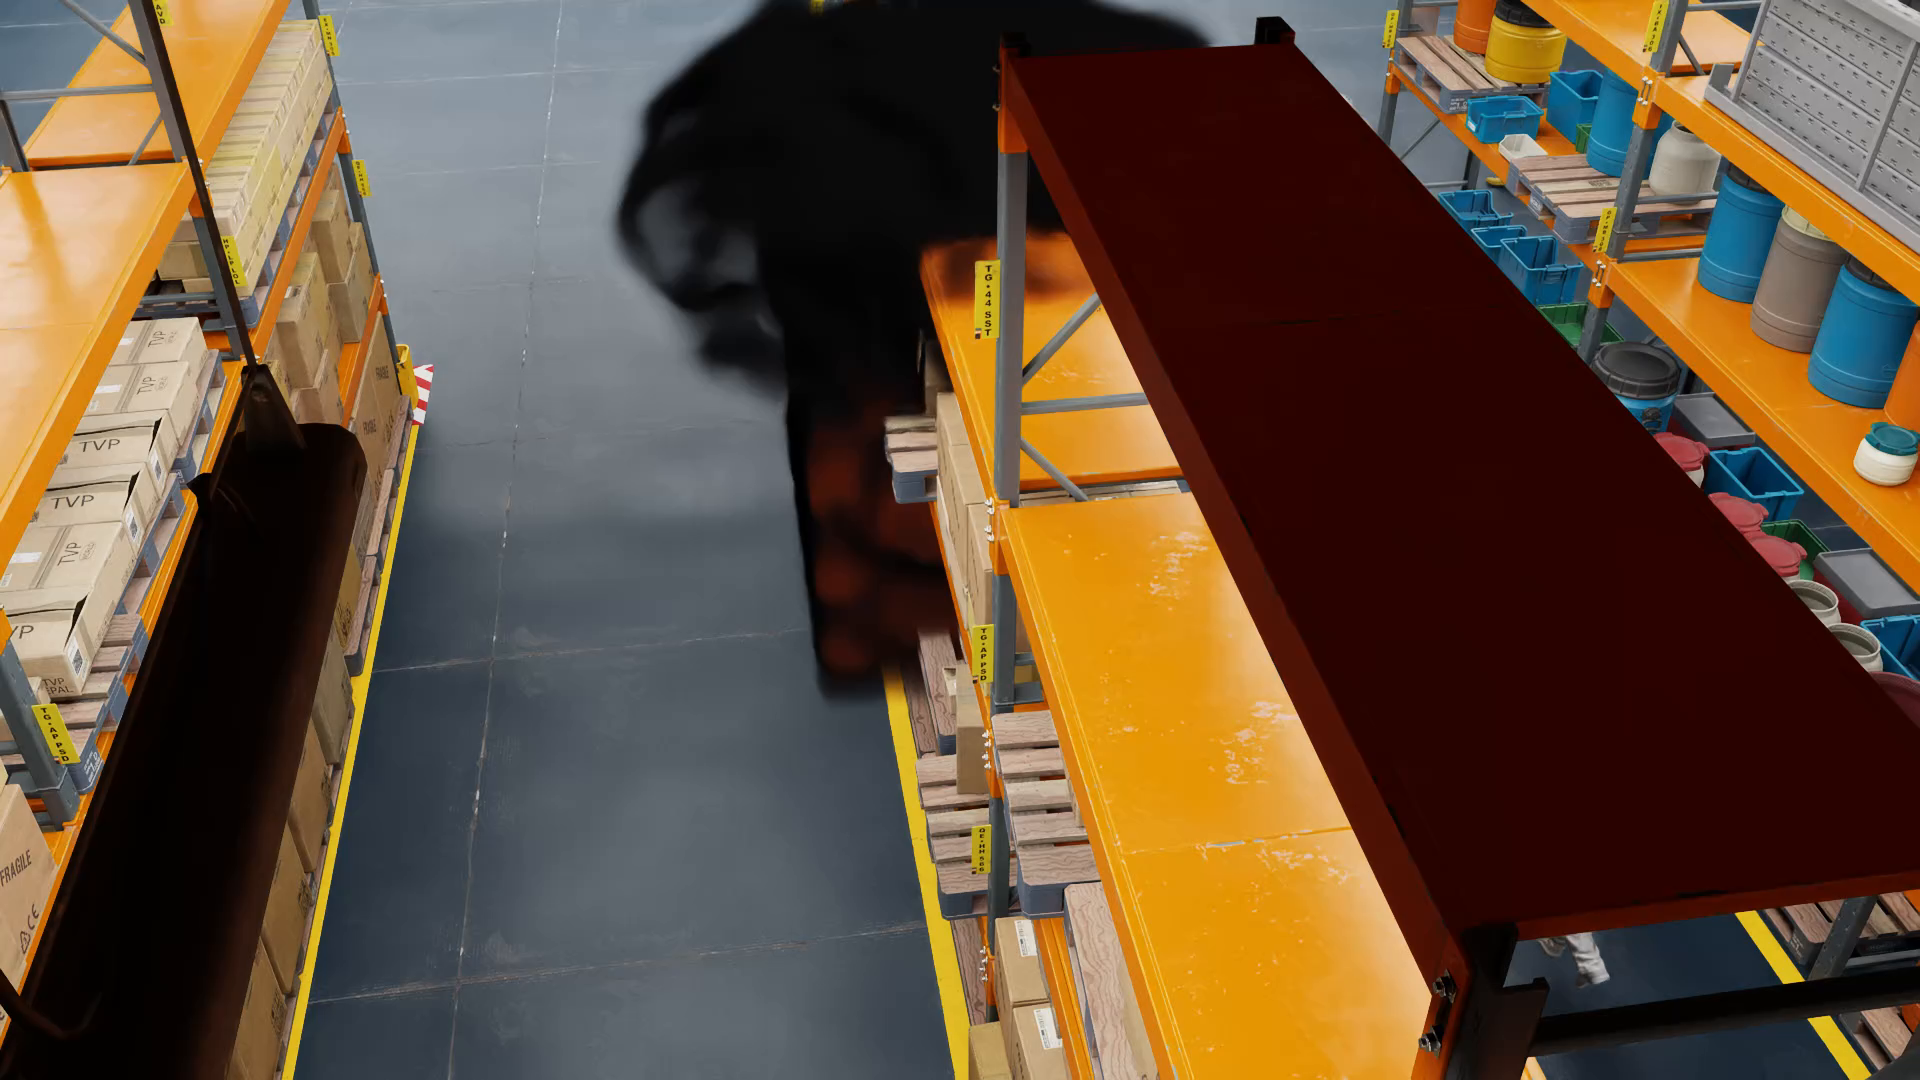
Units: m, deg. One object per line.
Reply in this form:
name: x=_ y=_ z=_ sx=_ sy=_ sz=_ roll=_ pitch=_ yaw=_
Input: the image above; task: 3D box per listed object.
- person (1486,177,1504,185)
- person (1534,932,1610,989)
person: x=6.003 y=-4.798 z=18.524 sx=0.650 sy=1.713 sz=0.691 roll=6 pitch=37 yaw=8
person: x=3.498 y=1.779 z=9.078 sx=0.681 sy=1.771 sz=0.778 roll=-9 pitch=37 yaw=-11
